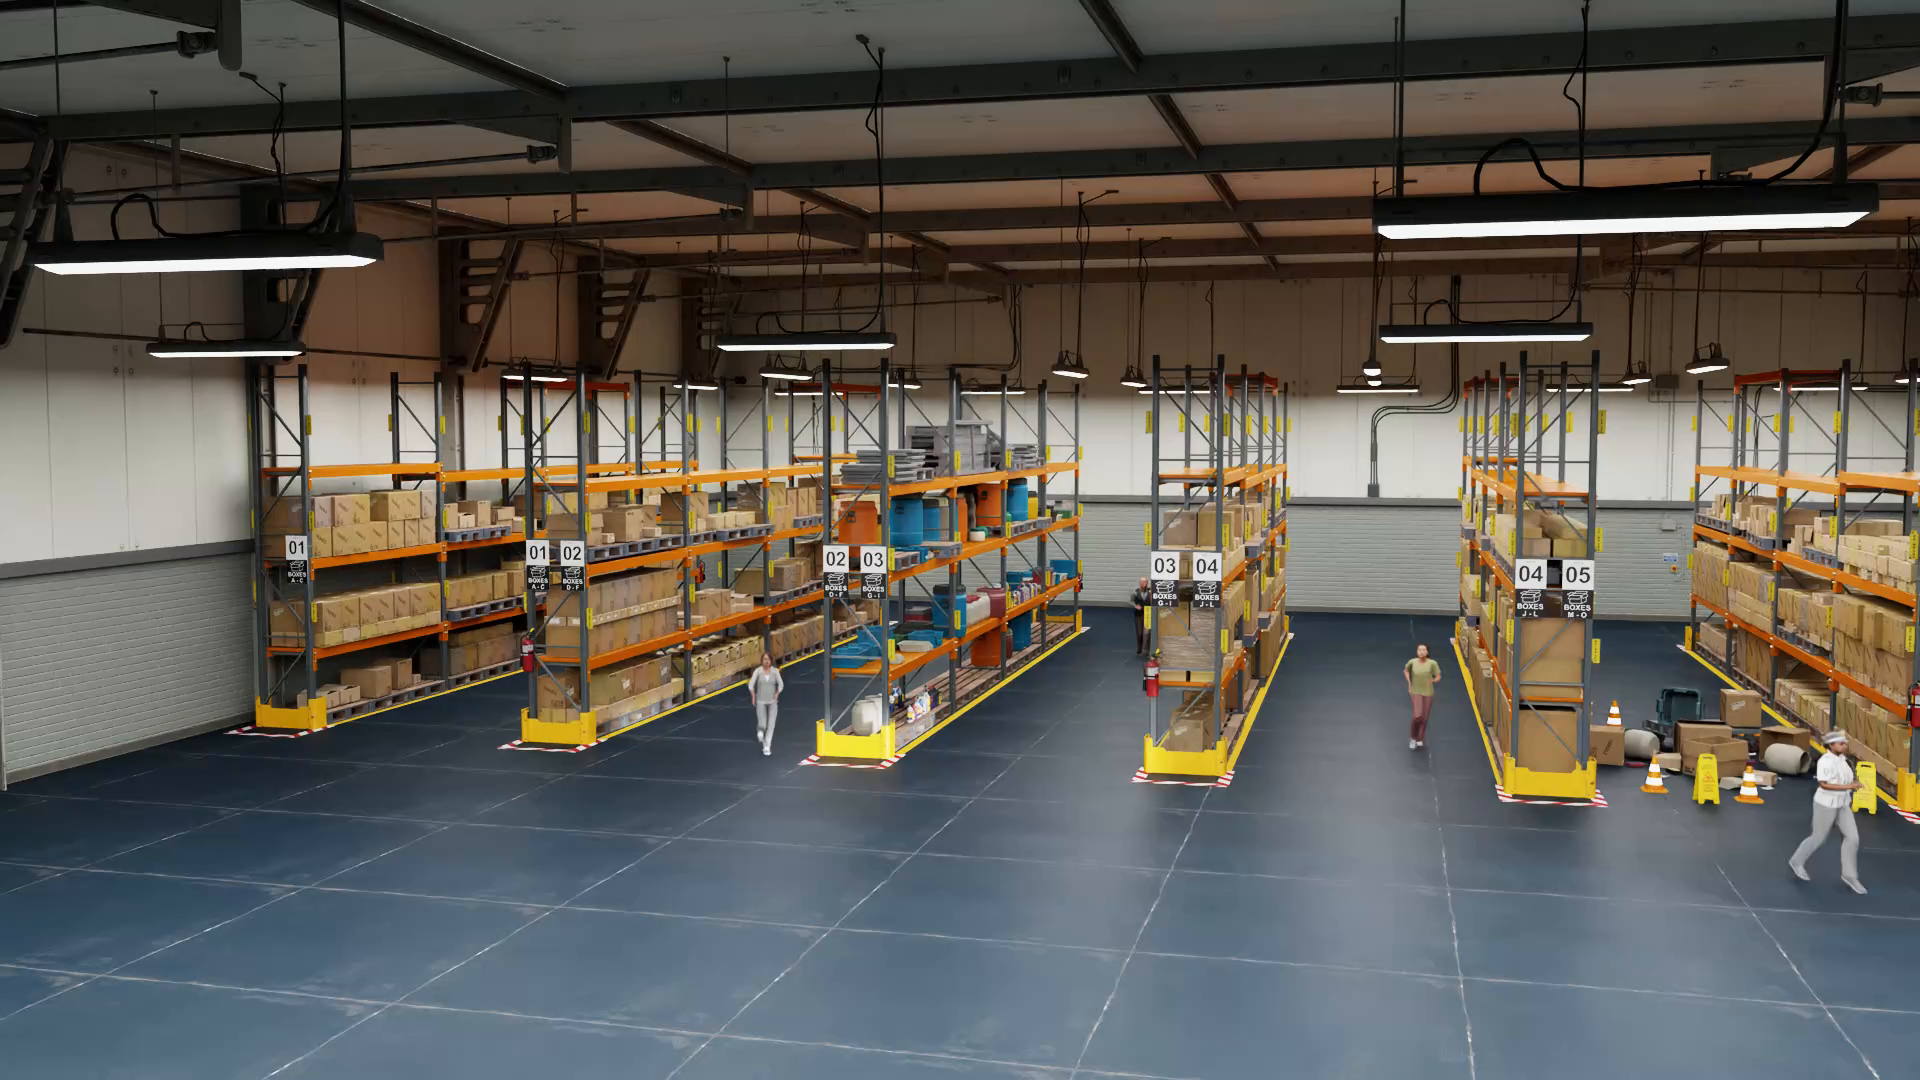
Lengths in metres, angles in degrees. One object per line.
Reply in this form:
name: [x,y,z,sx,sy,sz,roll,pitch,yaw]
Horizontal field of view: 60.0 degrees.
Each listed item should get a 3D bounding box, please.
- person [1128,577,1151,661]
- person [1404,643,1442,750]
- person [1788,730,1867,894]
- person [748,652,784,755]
person: [3.957,1.673,35.772,0.676,1.751,0.854,1,4,8]
person: [7.133,2.413,25.634,0.553,1.666,0.644,1,4,13]
person: [9.420,2.907,18.026,0.603,1.741,0.805,-2,5,-31]
person: [-2.956,2.486,25.401,0.535,1.559,0.546,-1,4,-13]
